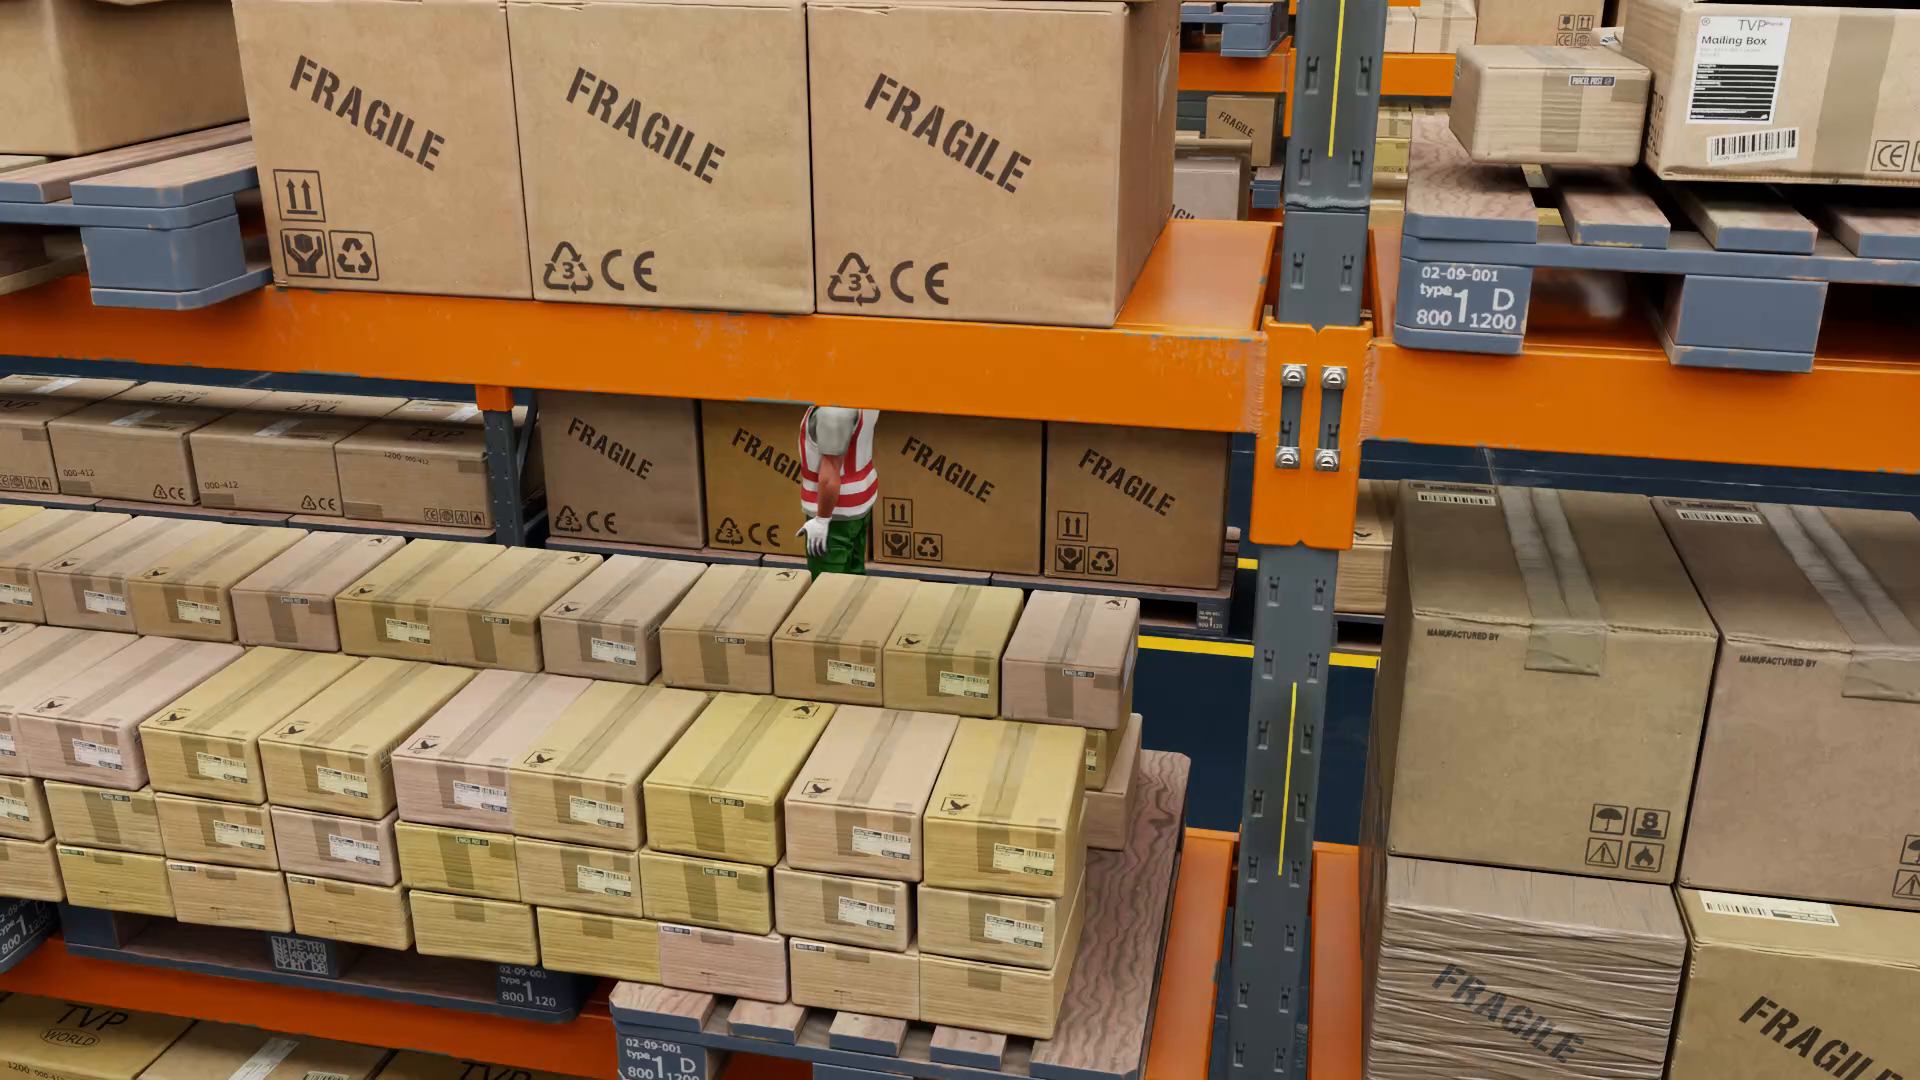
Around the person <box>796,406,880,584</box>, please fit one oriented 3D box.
[{"bbox_3d":[-0.539,-0.134,7.413,0.342,1.797,0.524,5,22,12],"label":"person"}]
